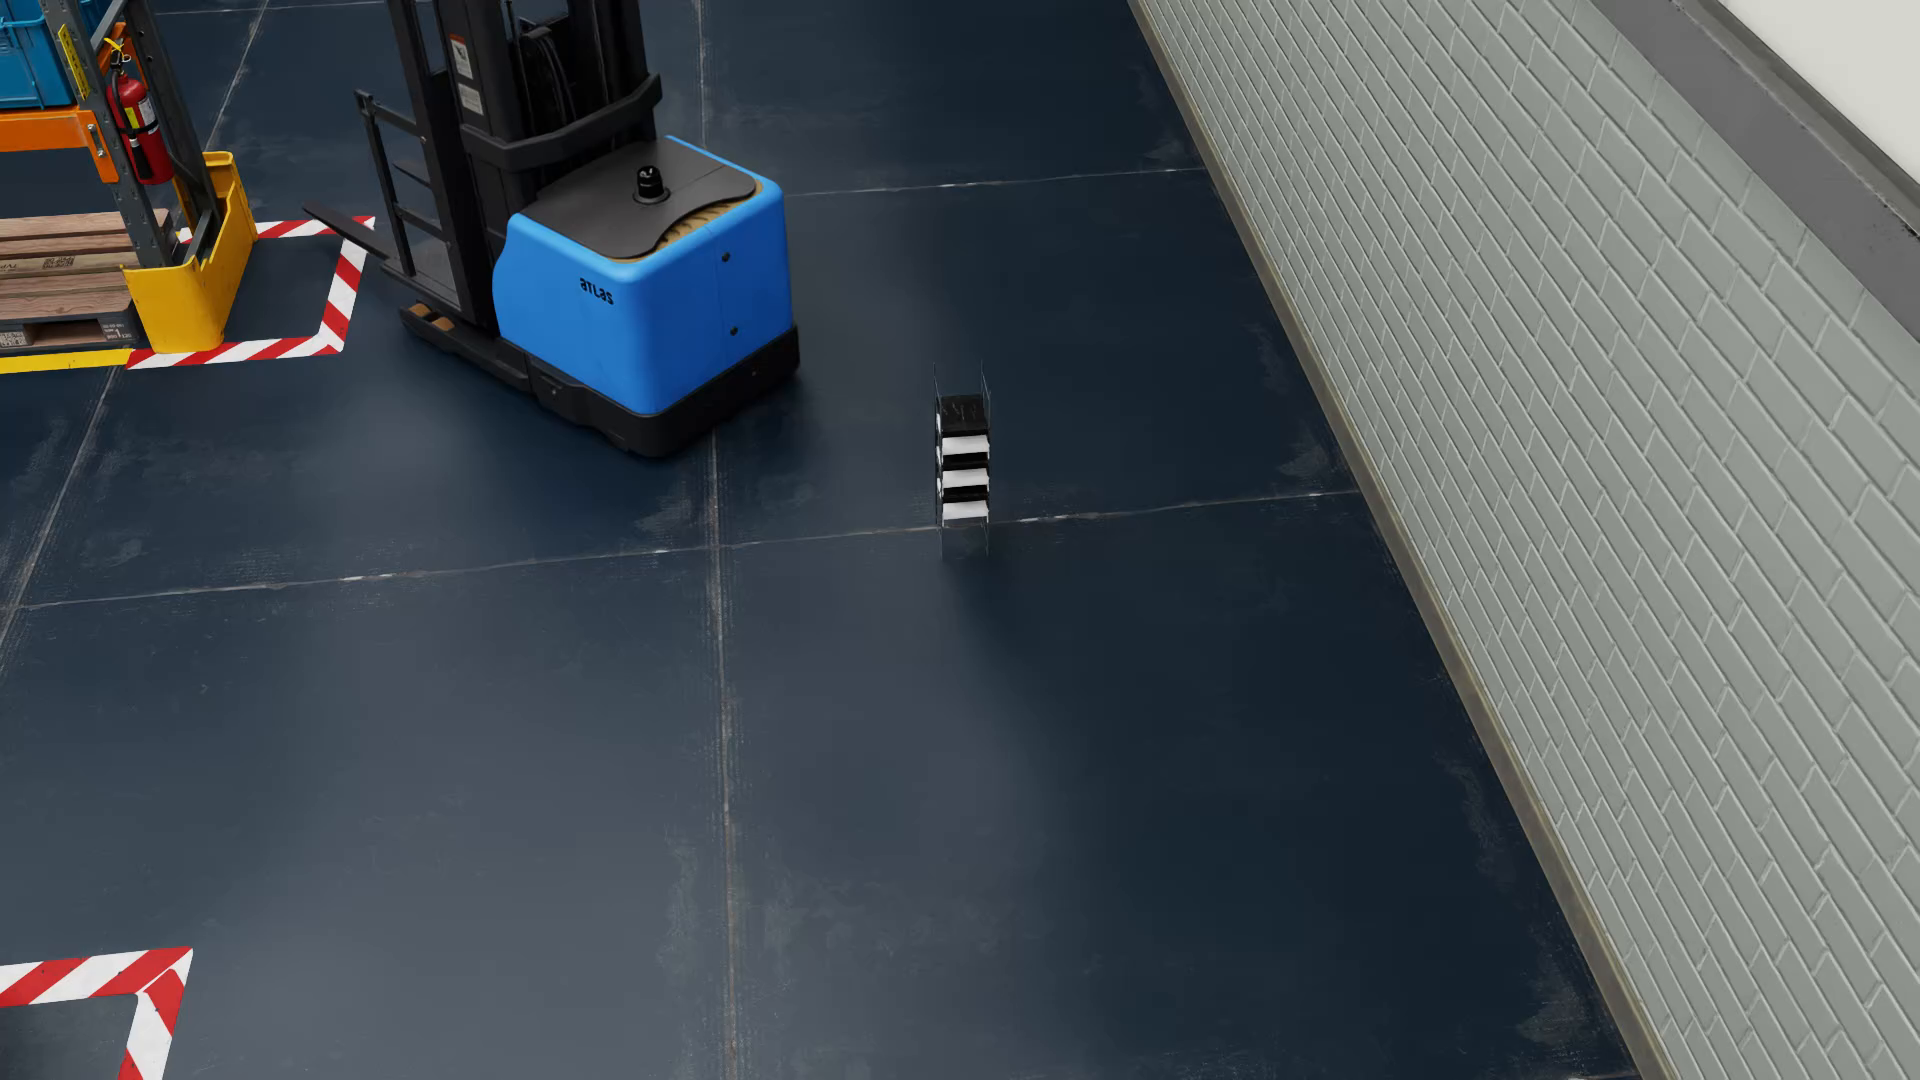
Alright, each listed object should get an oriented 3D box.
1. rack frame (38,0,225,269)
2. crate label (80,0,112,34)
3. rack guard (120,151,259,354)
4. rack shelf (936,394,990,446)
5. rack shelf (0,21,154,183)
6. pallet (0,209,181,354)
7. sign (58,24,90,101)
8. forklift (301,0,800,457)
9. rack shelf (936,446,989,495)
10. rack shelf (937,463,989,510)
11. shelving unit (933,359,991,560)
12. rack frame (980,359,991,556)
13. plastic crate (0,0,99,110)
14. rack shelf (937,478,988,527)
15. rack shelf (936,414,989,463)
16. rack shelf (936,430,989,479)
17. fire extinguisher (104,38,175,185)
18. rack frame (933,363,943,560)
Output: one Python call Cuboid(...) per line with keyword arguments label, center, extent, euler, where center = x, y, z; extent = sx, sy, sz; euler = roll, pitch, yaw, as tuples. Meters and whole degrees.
Cuboid(label="rack frame", center=(-4.074, -2.453, 7.945), extent=(0.127, 3.000, 1.000), euler=(-5, 42, -6))
Cuboid(label="crate label", center=(-4.361, -2.610, 8.199), extent=(0.303, 0.233, 0.416), euler=(-5, 42, -6))
Cuboid(label="rack guard", center=(-4.052, -1.535, 8.794), extent=(0.348, 0.500, 1.175), euler=(-5, 42, -6))
Cuboid(label="rack shelf", center=(0.008, -0.511, 7.006), extent=(0.200, 0.077, 0.258), euler=(-5, 42, -6))
Cuboid(label="rack shelf", center=(-6.057, -2.012, 7.993), extent=(4.000, 0.370, 1.077), euler=(-5, 42, -6))
Cuboid(label="pallet", center=(-4.897, -1.371, 8.828), extent=(1.213, 0.211, 1.003), euler=(-5, 42, -6))
Cuboid(label="sign", center=(-3.986, -2.149, 7.487), extent=(0.005, 0.325, 0.100), euler=(-5, 42, -6))
Cuboid(label="forklift", center=(-2.263, -2.309, 7.836), extent=(3.031, 2.935, 1.130), euler=(29, 49, 28))
Cuboid(label="rack shelf", center=(0.008, -0.310, 7.187), extent=(0.200, 0.077, 0.258), euler=(-5, 42, -6))
Cuboid(label="rack shelf", center=(0.008, -0.243, 7.247), extent=(0.200, 0.077, 0.258), euler=(-5, 42, -6))
Cuboid(label="shelving unit", center=(0.008, -0.335, 7.165), extent=(0.210, 0.900, 0.258), euler=(-5, 42, -6))
Cuboid(label="rack frame", center=(0.109, -0.344, 7.174), extent=(0.006, 0.900, 0.240), euler=(-5, 42, -6))
Cuboid(label="plastic crate", center=(-4.382, -2.335, 7.743), extent=(0.499, 0.435, 0.616), euler=(-5, 42, -6))
Cuboid(label="rack shelf", center=(0.008, -0.176, 7.307), extent=(0.200, 0.077, 0.258), euler=(-5, 42, -6))
Cuboid(label="rack shelf", center=(0.008, -0.444, 7.066), extent=(0.200, 0.077, 0.258), euler=(-5, 42, -6))
Cuboid(label="rack shelf", center=(0.008, -0.377, 7.127), extent=(0.200, 0.077, 0.258), euler=(-5, 42, -6))
Cuboid(label="fire extinguisher", center=(-3.865, -1.997, 7.776), extent=(0.183, 0.674, 0.296), euler=(-5, 42, -6))
Cuboid(label="rack frame", center=(-0.093, -0.326, 7.155), extent=(0.006, 0.900, 0.240), euler=(-5, 42, -6))
